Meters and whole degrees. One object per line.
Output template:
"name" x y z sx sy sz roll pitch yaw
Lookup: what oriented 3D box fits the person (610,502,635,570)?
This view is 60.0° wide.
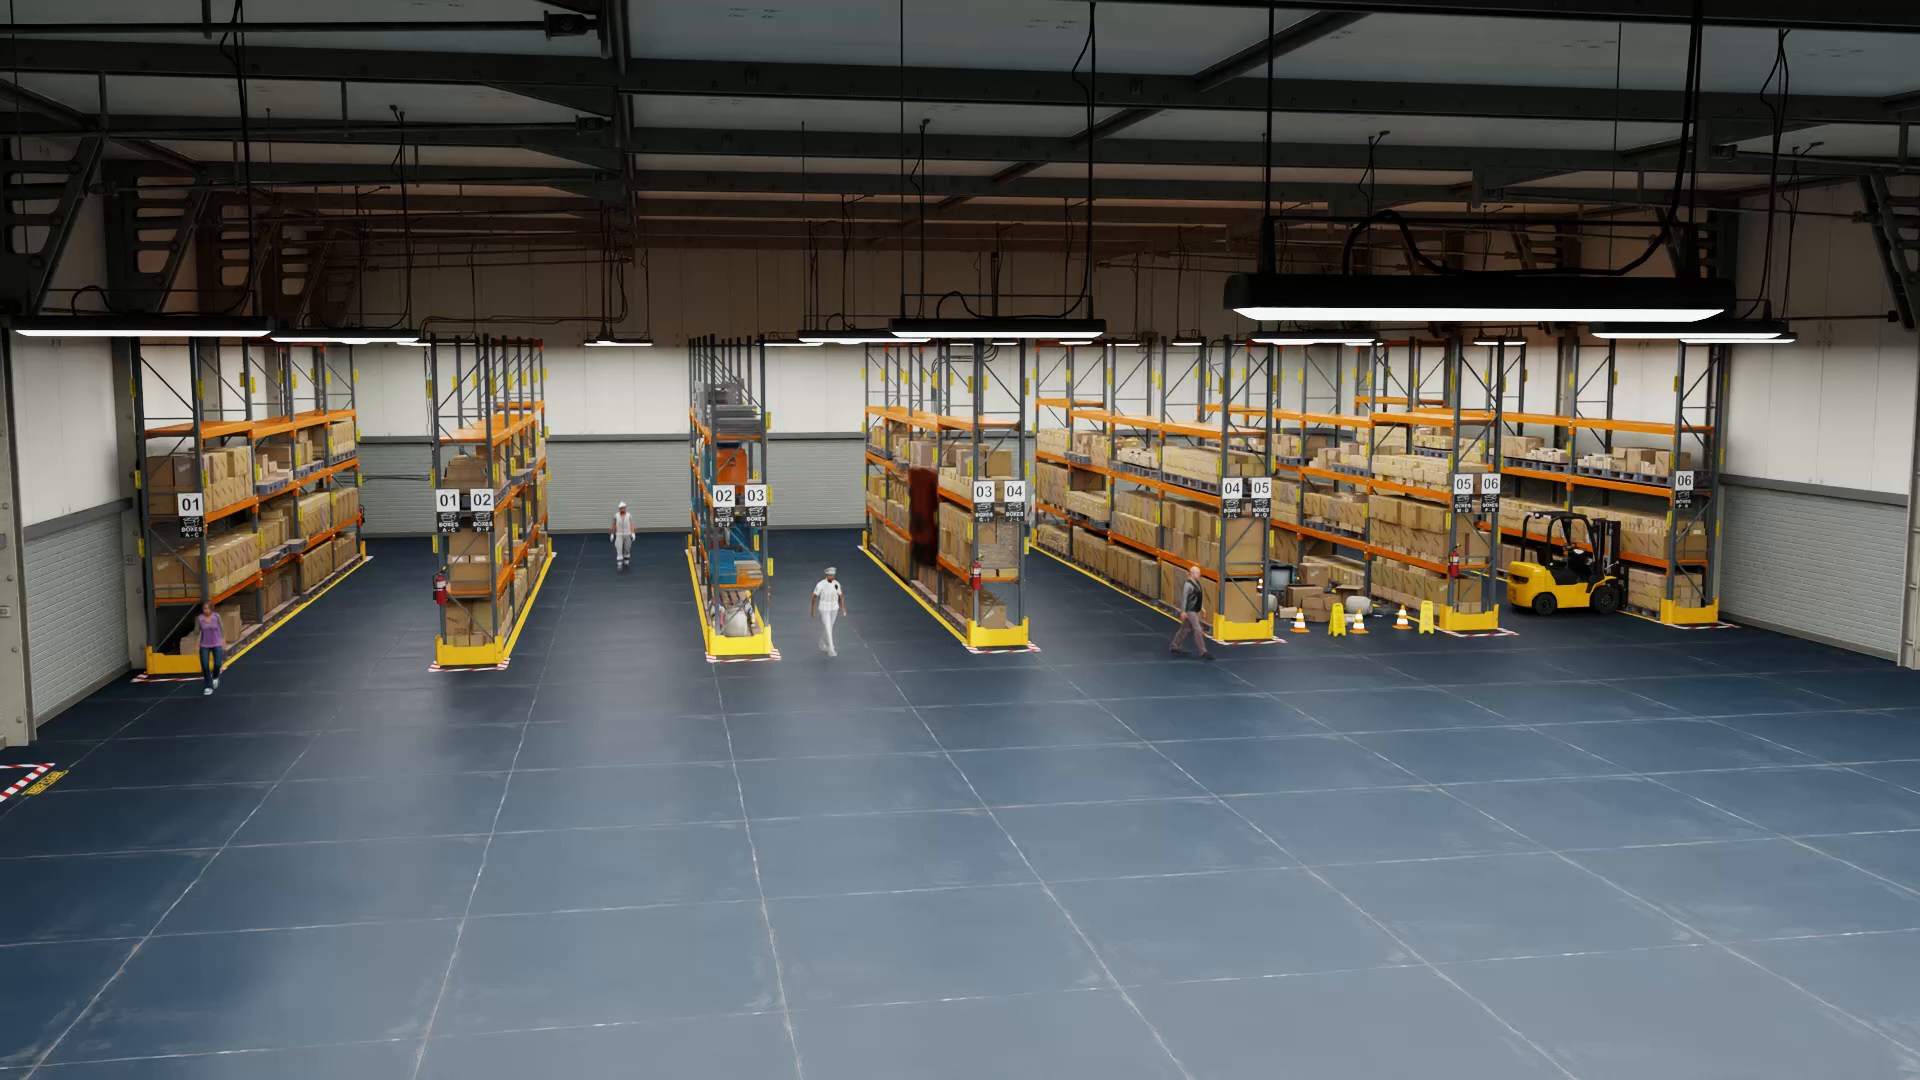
"person" -8.785 -0.119 43.289 0.663 1.724 1.061 -1 7 -8

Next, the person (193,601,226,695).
"person" -12.523 1.778 27.777 0.501 1.582 0.475 -2 7 -17

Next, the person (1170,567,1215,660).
"person" 4.344 1.327 30.904 0.940 1.674 0.566 3 7 22

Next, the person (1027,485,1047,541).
"person" 2.349 -0.832 49.682 1.010 1.730 0.536 -1 7 -12

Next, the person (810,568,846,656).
"person" -2.462 1.320 31.268 0.538 1.631 0.973 -5 8 -37
